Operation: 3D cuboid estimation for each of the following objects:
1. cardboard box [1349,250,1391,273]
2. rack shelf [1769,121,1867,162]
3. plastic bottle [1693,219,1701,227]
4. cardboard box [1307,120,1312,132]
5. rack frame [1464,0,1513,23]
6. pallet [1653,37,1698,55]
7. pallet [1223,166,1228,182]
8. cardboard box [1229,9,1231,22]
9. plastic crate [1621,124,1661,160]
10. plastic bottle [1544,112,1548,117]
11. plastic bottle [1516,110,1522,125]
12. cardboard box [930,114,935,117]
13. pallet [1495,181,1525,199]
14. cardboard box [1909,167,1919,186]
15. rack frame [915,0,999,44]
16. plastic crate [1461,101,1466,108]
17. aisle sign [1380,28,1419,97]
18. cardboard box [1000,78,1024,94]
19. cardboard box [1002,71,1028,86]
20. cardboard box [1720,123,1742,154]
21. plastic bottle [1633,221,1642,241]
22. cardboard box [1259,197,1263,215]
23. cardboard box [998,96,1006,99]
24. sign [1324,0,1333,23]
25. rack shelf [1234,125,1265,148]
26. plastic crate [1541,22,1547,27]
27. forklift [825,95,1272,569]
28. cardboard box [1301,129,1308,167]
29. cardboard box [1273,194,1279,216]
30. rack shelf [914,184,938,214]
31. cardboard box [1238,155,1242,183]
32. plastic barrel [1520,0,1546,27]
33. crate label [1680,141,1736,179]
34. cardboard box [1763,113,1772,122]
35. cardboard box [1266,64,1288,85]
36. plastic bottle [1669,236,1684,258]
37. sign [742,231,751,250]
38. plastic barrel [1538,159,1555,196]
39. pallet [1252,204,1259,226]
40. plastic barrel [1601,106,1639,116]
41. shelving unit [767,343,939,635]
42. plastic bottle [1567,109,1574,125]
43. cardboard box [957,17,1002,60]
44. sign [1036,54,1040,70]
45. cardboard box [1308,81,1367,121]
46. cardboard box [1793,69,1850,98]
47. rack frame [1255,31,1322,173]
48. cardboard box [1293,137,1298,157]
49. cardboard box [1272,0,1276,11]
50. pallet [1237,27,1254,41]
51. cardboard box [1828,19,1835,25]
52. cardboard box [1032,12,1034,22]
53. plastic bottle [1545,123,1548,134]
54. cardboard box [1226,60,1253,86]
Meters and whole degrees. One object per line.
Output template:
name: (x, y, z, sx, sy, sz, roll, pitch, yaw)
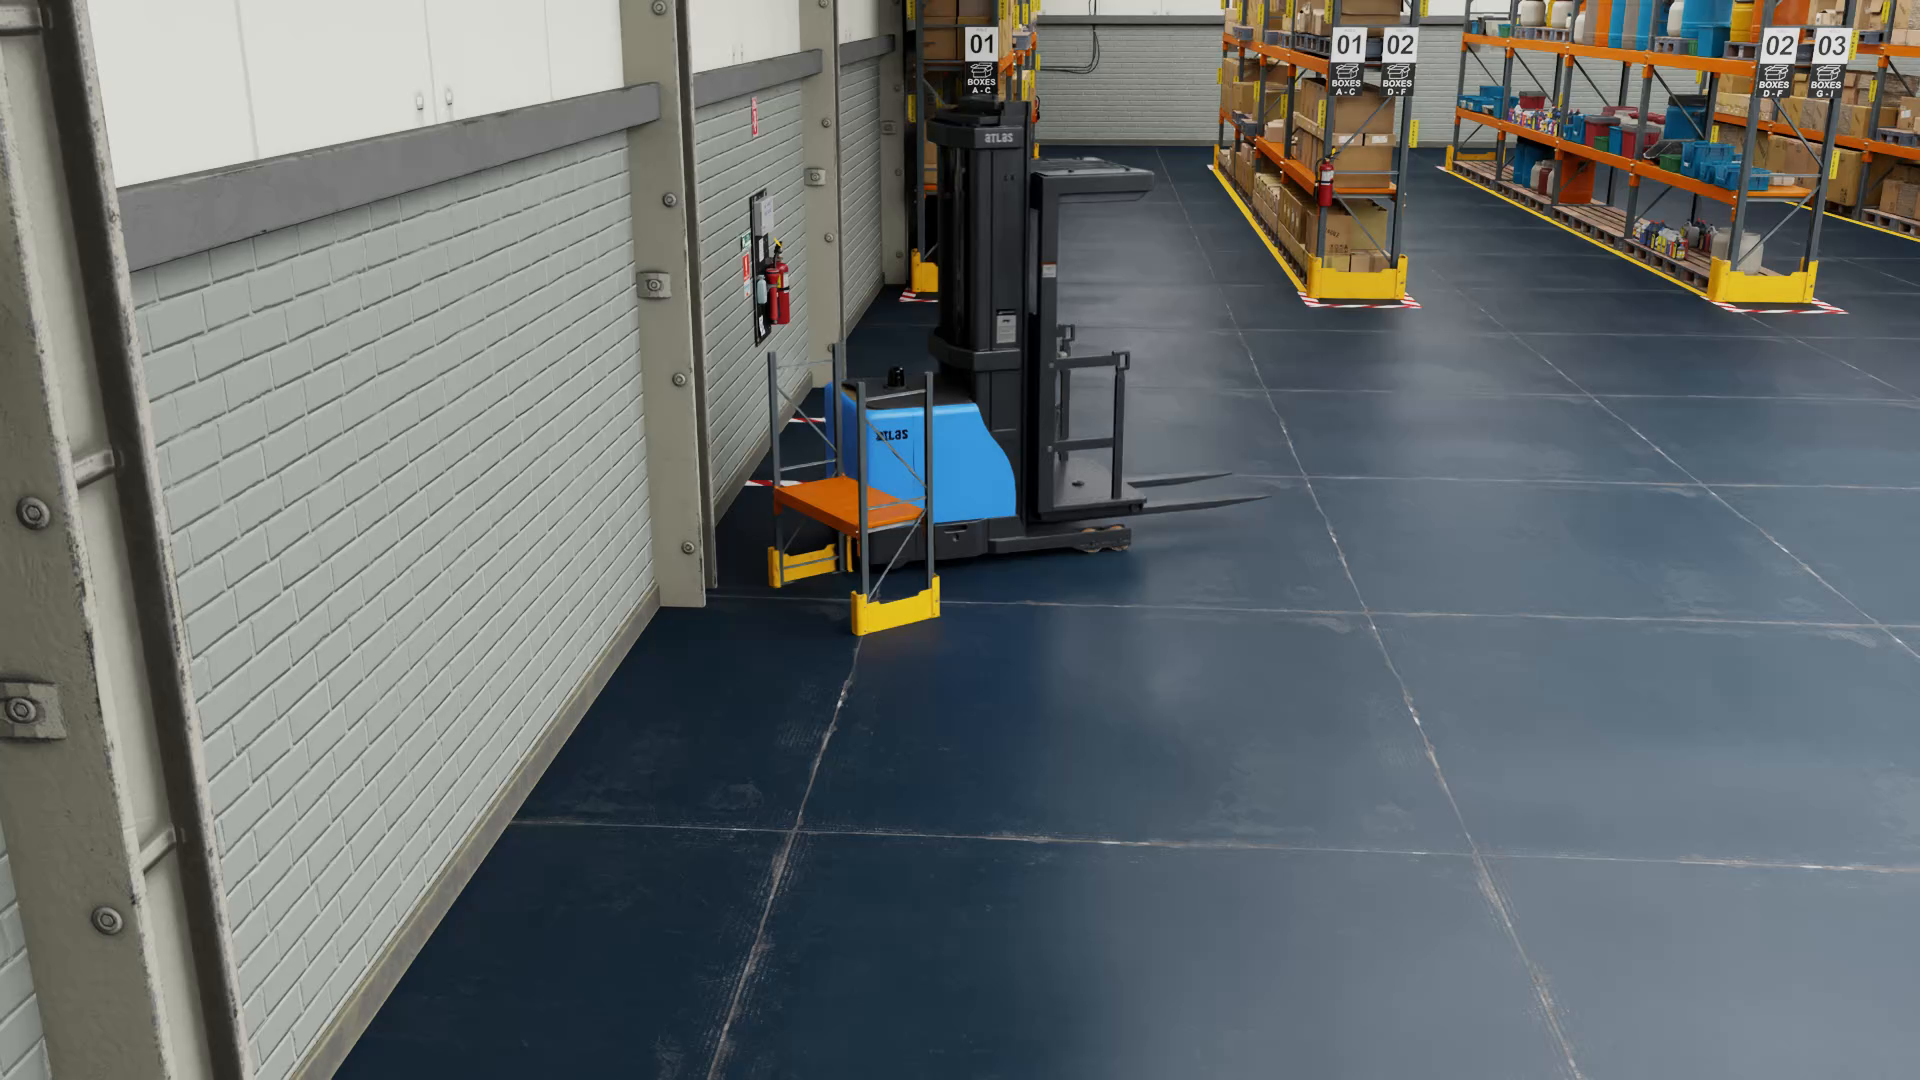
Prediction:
cardboard box: (5.169, -3.515, 21.075, 0.500, 0.250, 0.500, 1, 18, 4)
rack shelf: (15.506, -7.002, 29.131, 1.077, 0.370, 4.000, 1, 18, 4)
plastic bottle: (10.377, -4.335, 23.383, 0.144, 0.351, 0.185, 1, 18, 2)
cardboard box: (4.895, -5.579, 22.430, 0.380, 0.149, 0.250, 1, 18, 2)
rack frame: (10.996, -12.169, 34.109, 1.000, 3.000, 0.127, 1, 18, 4)
pallet: (10.181, -6.701, 22.541, 1.213, 0.211, 1.003, 1, 18, 4)
pallet: (5.904, -7.455, 33.837, 1.003, 0.211, 1.213, 1, 18, 4)
cardboard box: (5.687, -10.557, 33.446, 0.500, 0.250, 0.500, 1, 18, 4)
plastic crate: (9.865, -5.779, 24.139, 0.402, 0.464, 0.583, 1, 18, 4)
plastic bottle: (10.878, -7.849, 30.878, 0.097, 0.201, 0.097, 0, 18, 0)
plastic bottle: (10.234, -7.730, 30.404, 0.097, 0.271, 0.097, 0, 18, 0)
cardboard box: (-0.132, -5.333, 21.884, 0.500, 0.500, 0.500, 1, 18, 2)
pallet: (10.612, -6.512, 30.958, 1.003, 0.211, 1.213, 1, 18, 4)
cardboard box: (15.317, -5.727, 26.186, 0.500, 0.250, 0.500, 3, 18, 10)
rack frame: (-0.033, -7.421, 19.619, 1.000, 3.000, 0.127, 1, 18, 4)
plastic crate: (10.544, -9.054, 34.565, 0.250, 0.136, 0.298, 1, 18, 4)
aisle sign: (5.209, -5.669, 19.731, 0.394, 0.787, 0.004, 1, 18, 4)
cardboard box: (0.833, -7.754, 28.394, 0.500, 0.250, 0.500, 2, 18, 5)
cardboard box: (1.003, -8.542, 30.801, 0.500, 0.250, 0.500, 2, 18, 5)
cardboard box: (15.905, -7.914, 33.497, 0.875, 0.875, 0.875, 1, 18, 4)
plastic bottle: (9.676, -4.415, 23.753, 0.097, 0.271, 0.097, 0, 18, 0)
cardboard box: (5.085, -5.364, 26.718, 0.500, 0.250, 0.500, 1, 18, 2)
cardboard box: (0.450, -6.778, 26.423, 0.700, 0.500, 0.500, 1, 18, 4)
sign: (4.368, -6.286, 19.676, 0.100, 0.325, 0.005, 1, 18, 4)
rack shelf: (5.625, -7.225, 29.809, 1.077, 0.370, 4.000, 1, 18, 4)
plastic crate: (11.072, -9.819, 31.964, 0.497, 0.269, 0.590, 1, 18, 4)
forklift: (0.645, -1.452, 11.147, 3.031, 2.935, 1.130, -6, 19, -16)
cardboard box: (5.138, -5.448, 23.073, 0.700, 0.500, 0.500, 1, 18, 3)
cardboard box: (4.938, -4.994, 24.689, 0.500, 0.311, 0.500, 1, 18, 4)
rack shelf: (0.111, -4.849, 22.560, 1.077, 0.370, 4.000, 1, 18, 4)
cardboard box: (5.464, -6.898, 30.965, 0.500, 0.500, 0.500, 2, 18, 5)
plastic barrel: (10.421, -9.607, 30.216, 0.433, 0.535, 0.433, 0, 18, 0)
crate label: (9.711, -4.943, 21.635, 0.502, 0.435, 0.616, 1, 18, 4)
cardboard box: (15.345, -7.948, 31.265, 0.380, 0.149, 0.250, 1, 18, 4)
cardboard box: (6.083, -8.850, 31.849, 0.500, 0.500, 0.500, 2, 18, 5)
plastic bottle: (9.589, -3.921, 22.241, 0.152, 0.276, 0.135, 1, 18, 4)
sign: (-1.624, -2.277, 12.647, 0.001, 0.109, 0.331, 1, 18, 4)
plastic barrel: (10.521, -6.390, 29.306, 0.600, 0.588, 0.708, 1, 18, 4)
pallet: (5.384, -5.365, 27.458, 1.003, 0.211, 1.213, 1, 18, 4)
plastic barrel: (10.691, -6.747, 26.979, 0.600, 0.536, 0.708, 1, 18, 4)
shelving unit: (-0.668, -0.342, 10.057, 0.587, 1.500, 1.083, -12, 22, -33)
plastic bottle: (10.729, -7.379, 29.205, 0.144, 0.351, 0.185, 1, 18, 4)
cardboard box: (0.241, -6.151, 20.367, 0.500, 0.500, 0.500, 2, 18, 5)
sign: (1.655, -10.186, 35.451, 0.100, 0.325, 0.005, 1, 18, 4)
cardboard box: (5.098, -5.916, 22.418, 0.700, 0.500, 0.500, 1, 18, 4)
cardboard box: (15.612, -8.291, 30.137, 0.797, 0.503, 0.637, 1, 18, 2)
rack frame: (5.482, -6.945, 27.801, 1.000, 3.000, 0.127, 1, 18, 4)
cardboard box: (5.187, -5.786, 24.503, 0.500, 0.250, 0.500, 2, 18, 7)
cardboard box: (5.556, -9.187, 28.060, 0.500, 0.500, 0.500, 1, 18, 4)
pallet: (5.581, -9.000, 29.558, 1.213, 0.211, 1.003, 1, 18, 4)
cardboard box: (15.393, -9.012, 29.020, 0.380, 0.149, 0.250, 1, 18, 2)
cardboard box: (1.191, -10.265, 32.521, 0.500, 0.250, 0.500, 1, 18, 3)
plastic bottle: (10.090, -7.072, 28.508, 0.097, 0.201, 0.097, 0, 18, 0)
cardboard box: (5.690, -9.503, 33.840, 0.500, 0.500, 0.500, 2, 18, 5)
